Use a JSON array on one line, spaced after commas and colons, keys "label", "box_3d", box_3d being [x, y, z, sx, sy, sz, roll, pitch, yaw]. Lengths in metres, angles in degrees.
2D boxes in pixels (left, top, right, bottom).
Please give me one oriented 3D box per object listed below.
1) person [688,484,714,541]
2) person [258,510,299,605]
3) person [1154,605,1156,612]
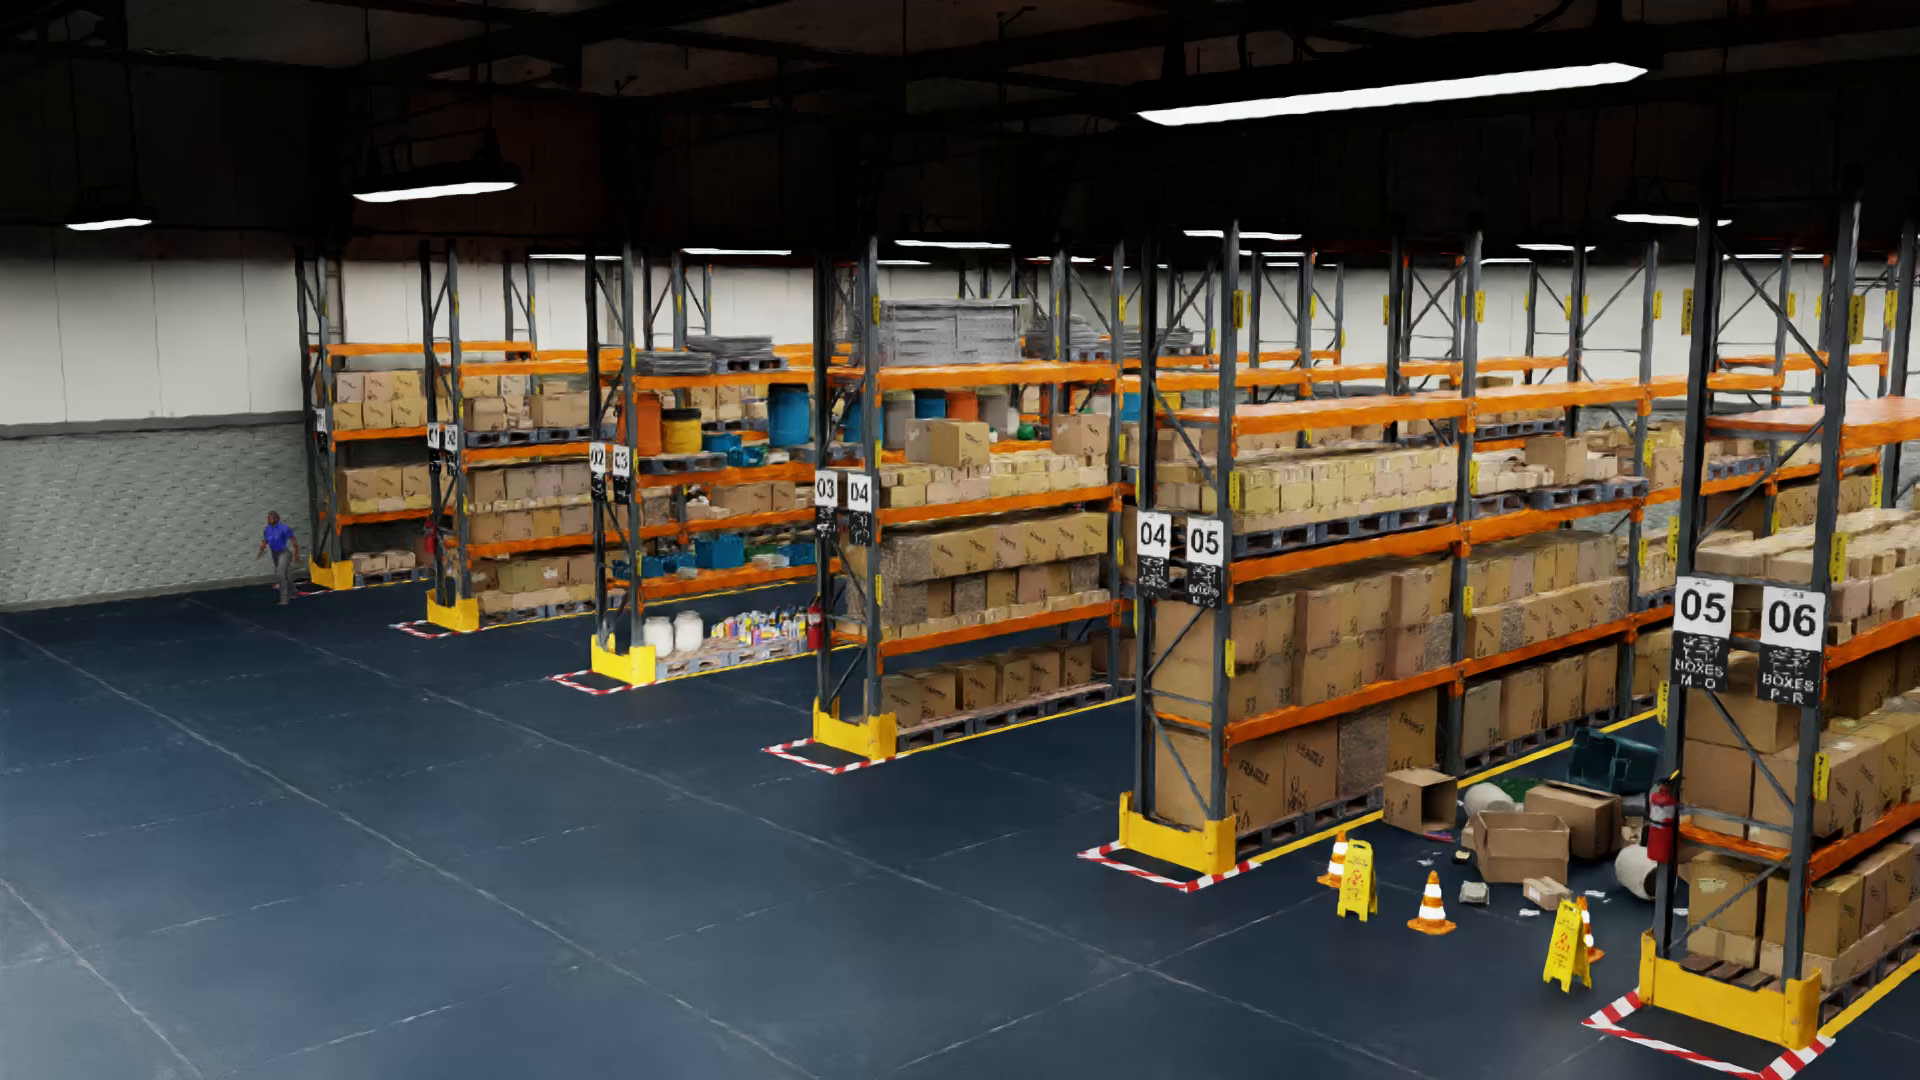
[{"label": "person", "box_3d": [-4.978, -0.288, 31.810, 1.090, 1.582, 0.479, -7, 11, -40]}, {"label": "person", "box_3d": [-11.425, 0.300, 28.044, 0.615, 1.530, 0.780, 4, 9, 26]}, {"label": "person", "box_3d": [3.223, 0.648, 25.262, 0.529, 1.676, 0.682, -8, 12, -44]}]
